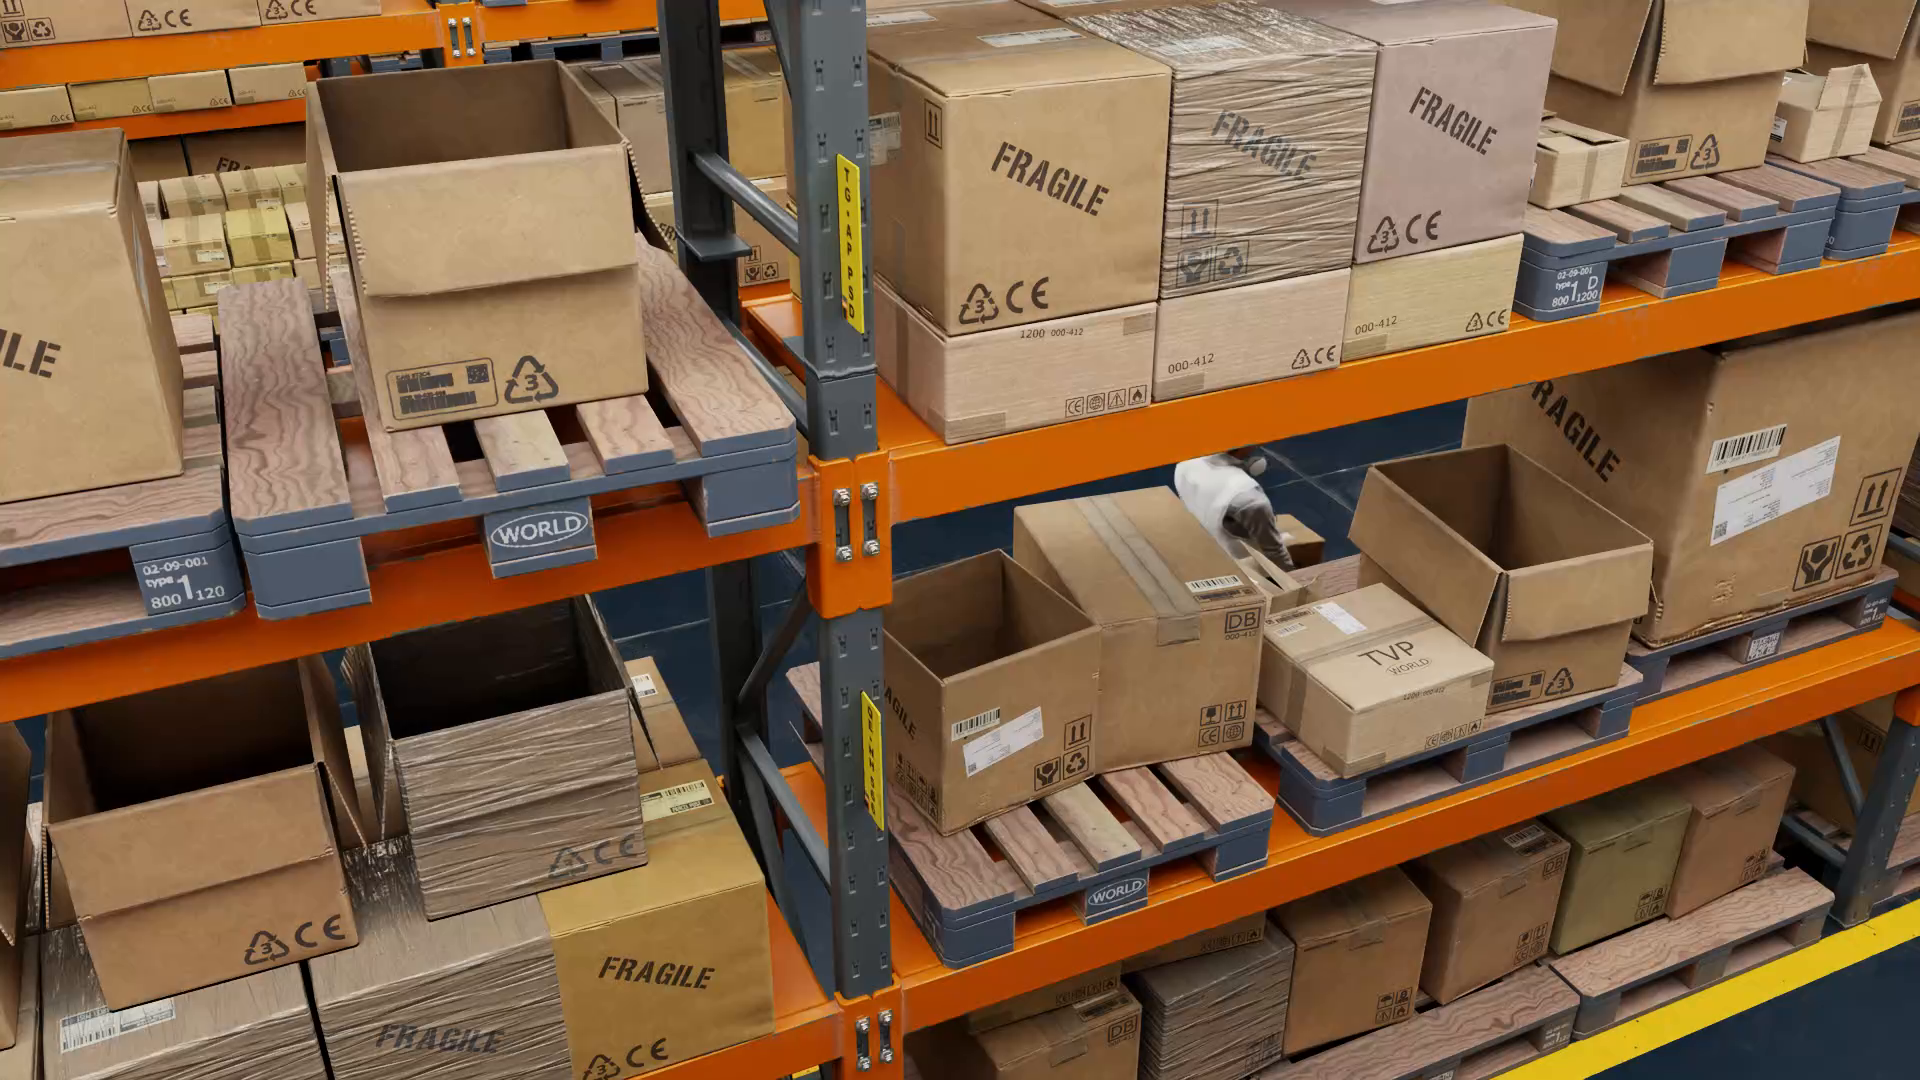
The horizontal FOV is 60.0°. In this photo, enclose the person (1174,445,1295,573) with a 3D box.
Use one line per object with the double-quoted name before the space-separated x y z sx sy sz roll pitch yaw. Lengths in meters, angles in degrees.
"person" 1.117 0.186 6.773 0.563 1.772 0.494 -13 32 -23
